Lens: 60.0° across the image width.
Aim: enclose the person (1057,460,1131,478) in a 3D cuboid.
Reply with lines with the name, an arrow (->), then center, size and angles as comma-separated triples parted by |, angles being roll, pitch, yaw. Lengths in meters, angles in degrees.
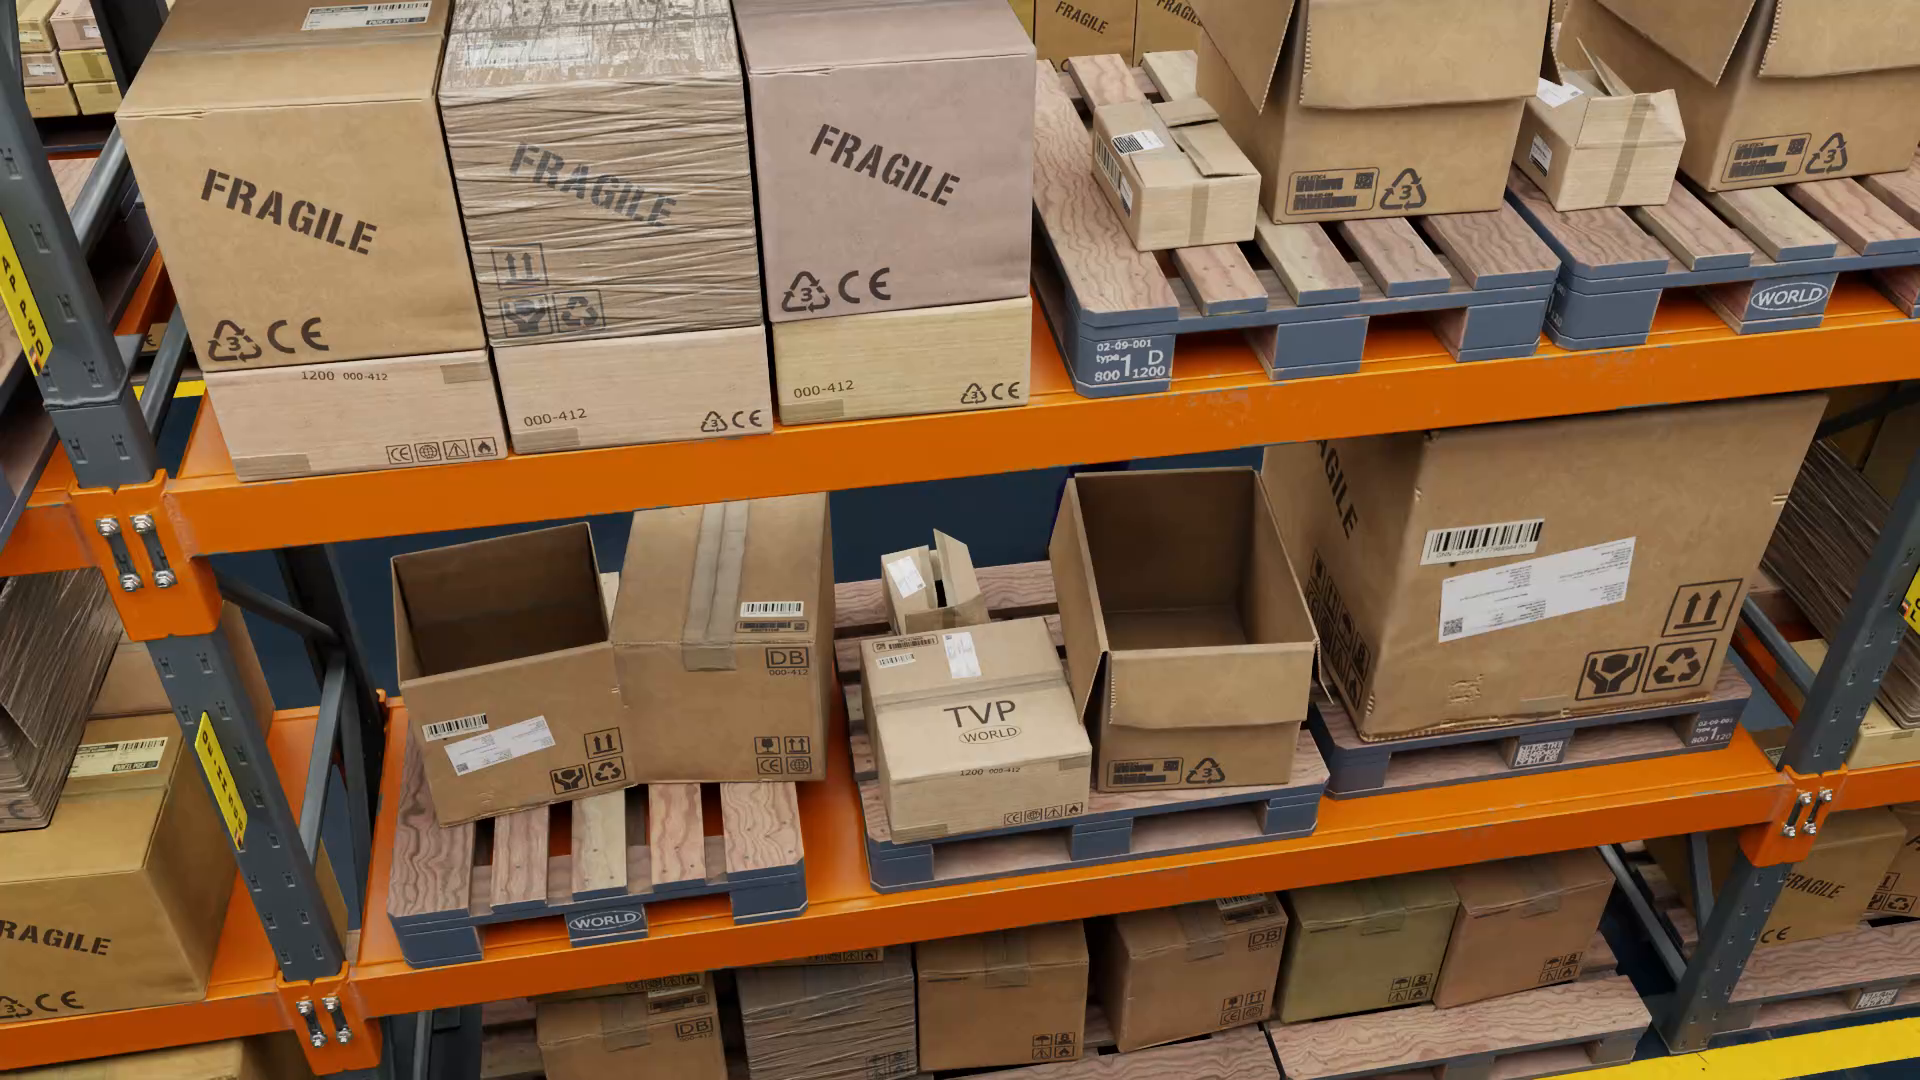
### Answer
person -> 0.537, -0.485, 6.837 | 0.445, 1.574, 0.507 | -5, 39, -7
